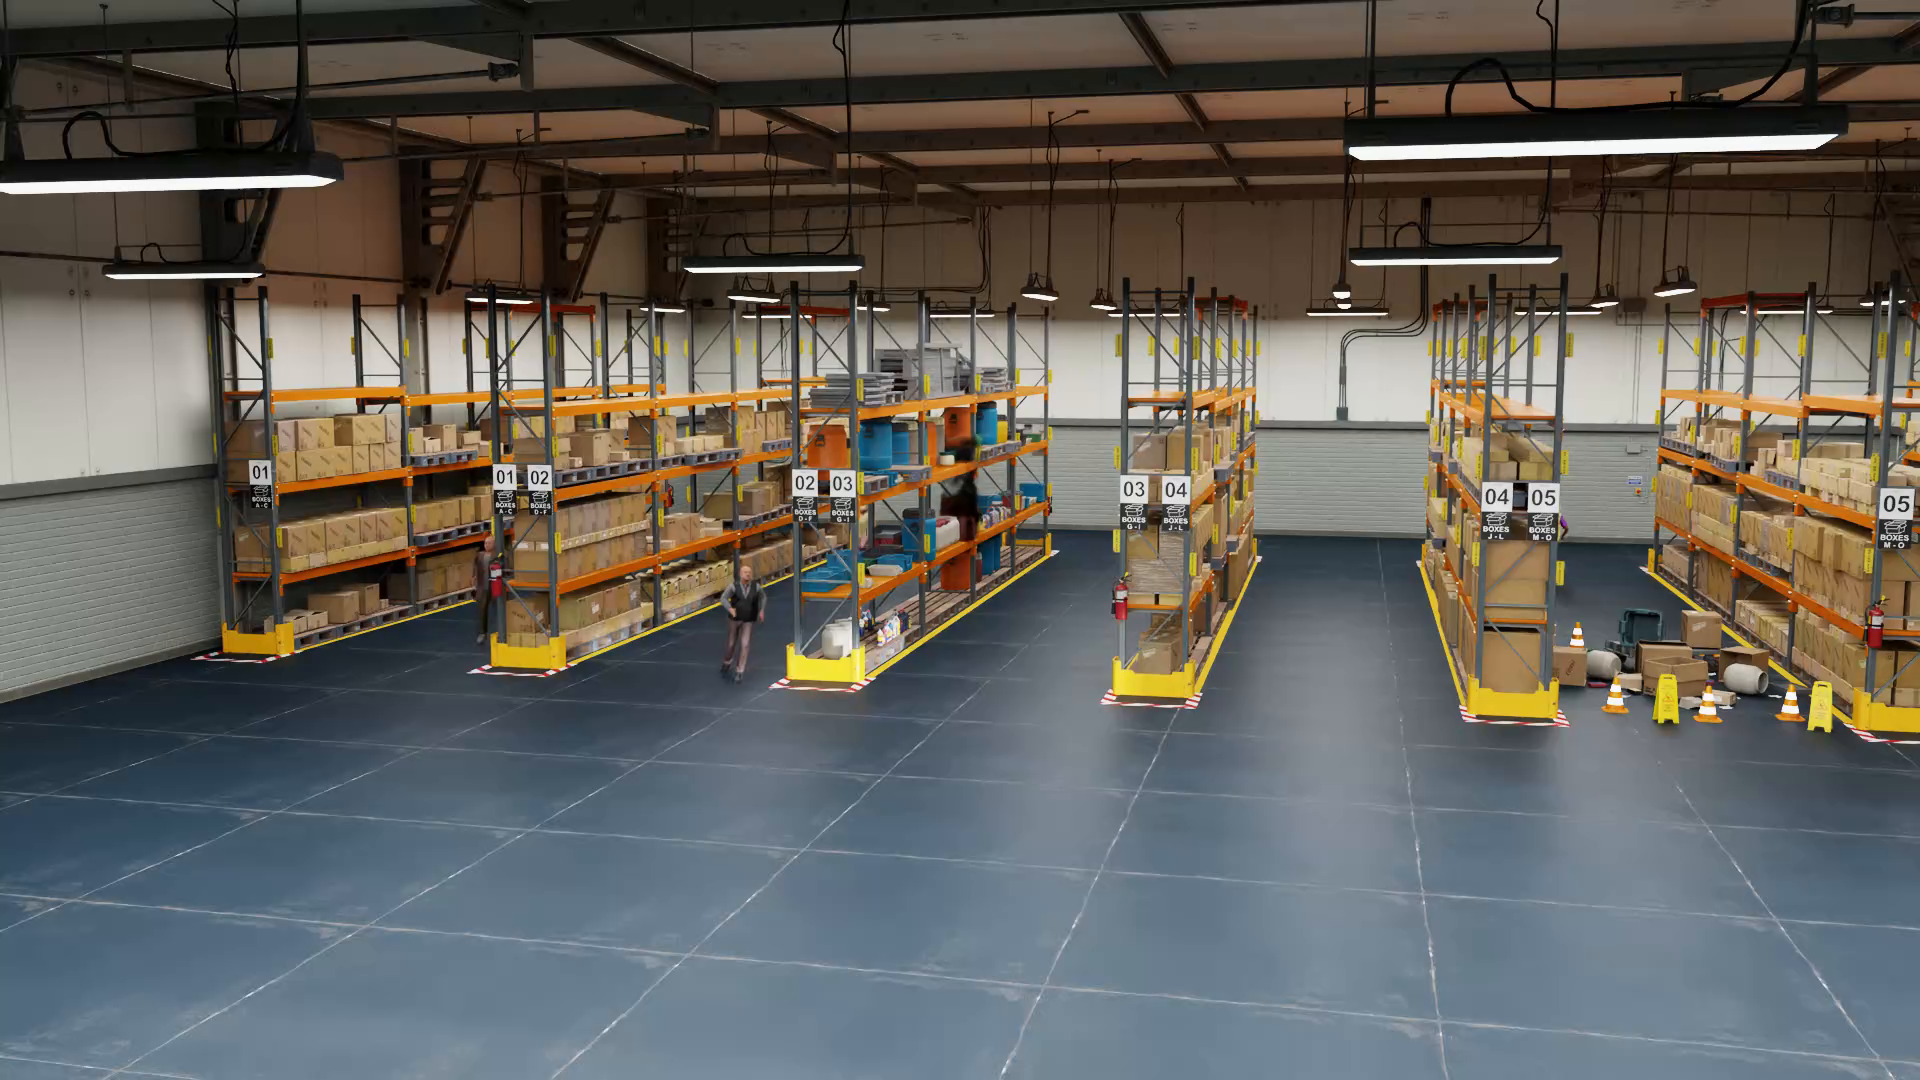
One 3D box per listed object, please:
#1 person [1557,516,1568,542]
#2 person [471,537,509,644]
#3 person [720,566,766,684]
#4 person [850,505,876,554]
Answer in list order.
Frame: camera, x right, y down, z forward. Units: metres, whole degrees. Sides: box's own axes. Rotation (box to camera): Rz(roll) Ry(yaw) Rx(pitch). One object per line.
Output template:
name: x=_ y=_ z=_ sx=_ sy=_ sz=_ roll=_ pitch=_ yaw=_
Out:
person: x=12.658 y=0.030 z=35.767 sx=0.714 sy=1.742 sz=0.901 roll=1 pitch=7 yaw=6
person: x=-8.043 y=0.823 z=28.478 sx=0.703 sy=1.765 sz=1.064 roll=0 pitch=7 yaw=2
person: x=-3.300 y=1.262 z=25.275 sx=0.727 sy=1.739 sz=0.843 roll=-1 pitch=7 yaw=-8
person: x=-2.187 y=-0.135 z=37.059 sx=0.583 sy=1.427 sz=0.755 roll=1 pitch=7 yaw=10
